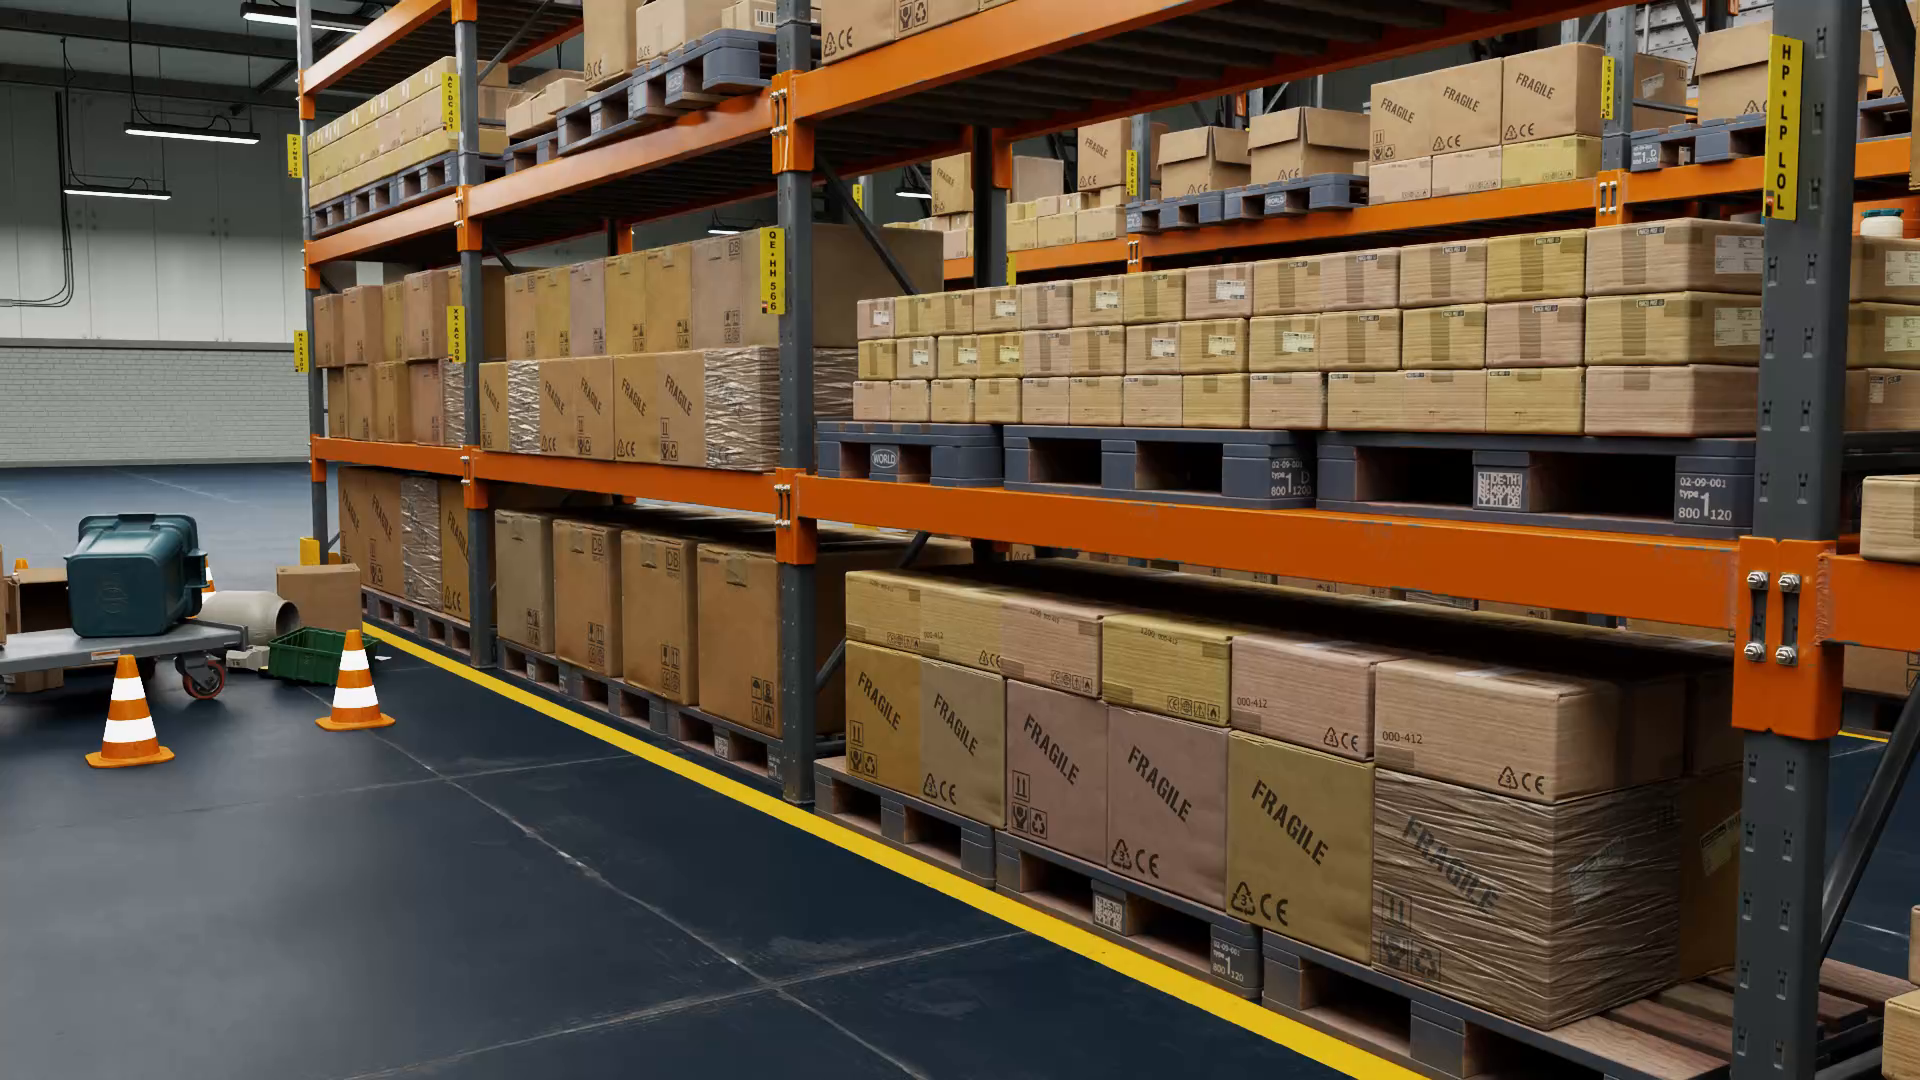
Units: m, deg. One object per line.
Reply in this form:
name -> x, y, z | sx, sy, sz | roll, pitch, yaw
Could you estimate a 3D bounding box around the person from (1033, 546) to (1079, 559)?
person -> 0.624, -0.152, 10.937 | 0.312, 1.659, 0.436 | -3, 6, -32
